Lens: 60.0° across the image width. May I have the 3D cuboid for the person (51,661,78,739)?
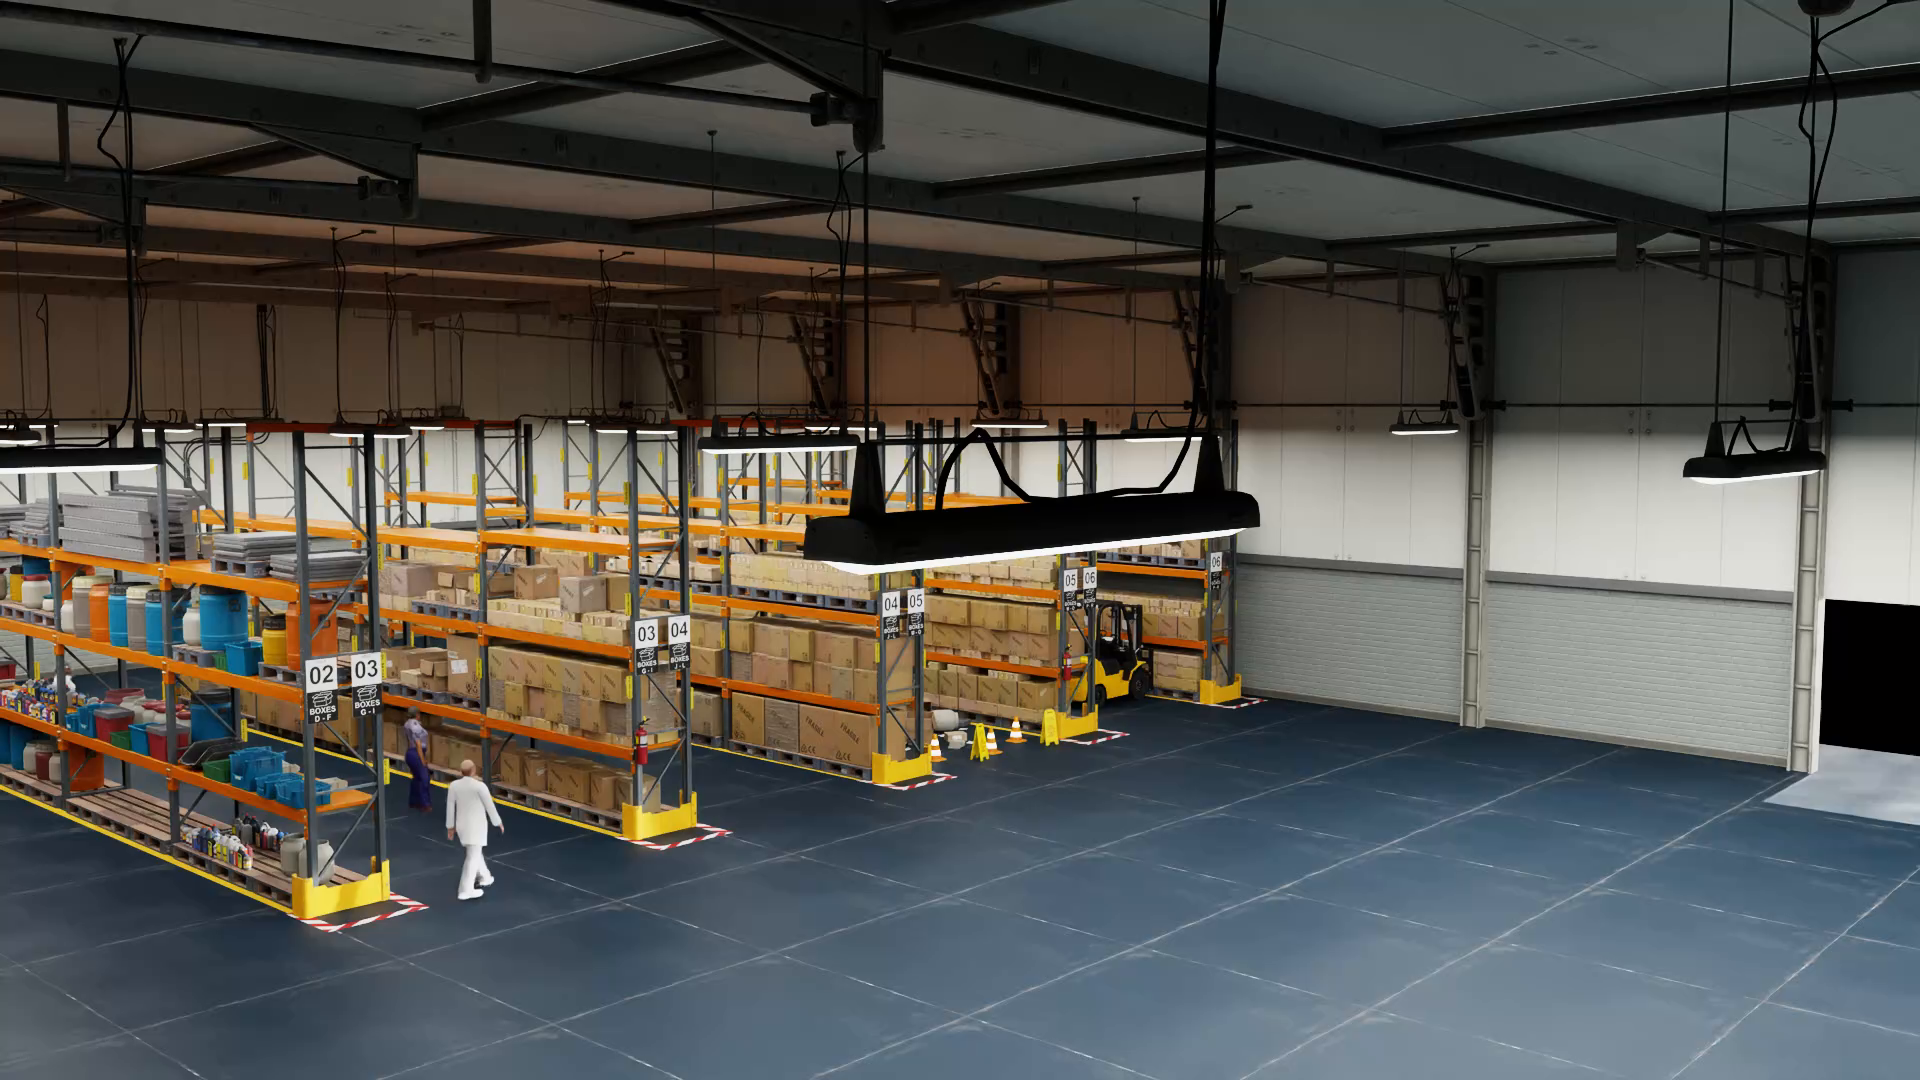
[{"bbox_3d":[-16.364,3.029,30.414,0.959,1.640,0.421,3,6,35],"label":"person"}]

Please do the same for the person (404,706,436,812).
[{"bbox_3d":[-8.425,3.425,26.002,0.488,1.703,0.488,-1,5,-17],"label":"person"}]

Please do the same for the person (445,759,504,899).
[{"bbox_3d":[-6.256,3.684,21.483,0.661,1.746,0.959,2,5,20],"label":"person"}]
